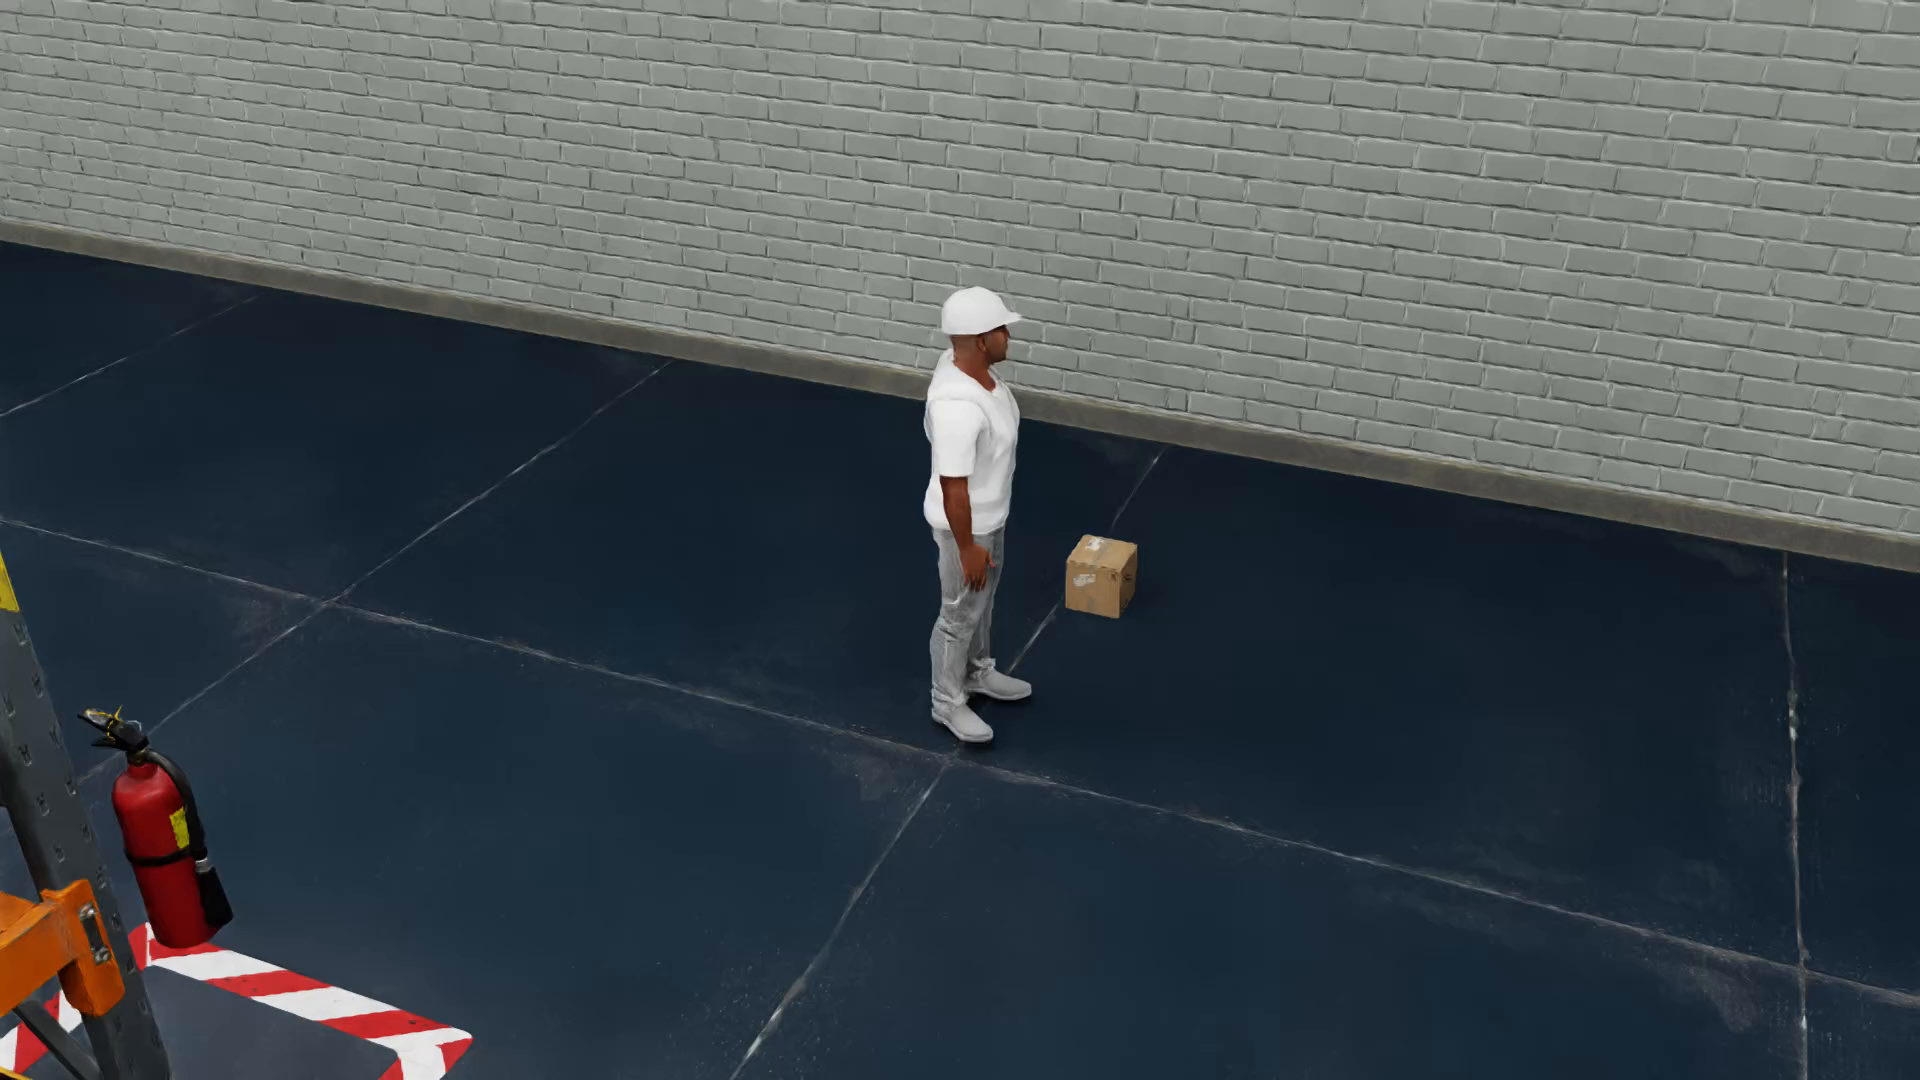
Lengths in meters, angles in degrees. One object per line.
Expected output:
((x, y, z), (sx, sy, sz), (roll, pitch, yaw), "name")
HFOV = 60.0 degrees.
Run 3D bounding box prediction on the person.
((0.075, -0.101, 6.231), (0.413, 1.772, 0.624), (5, 30, 8), "person")
